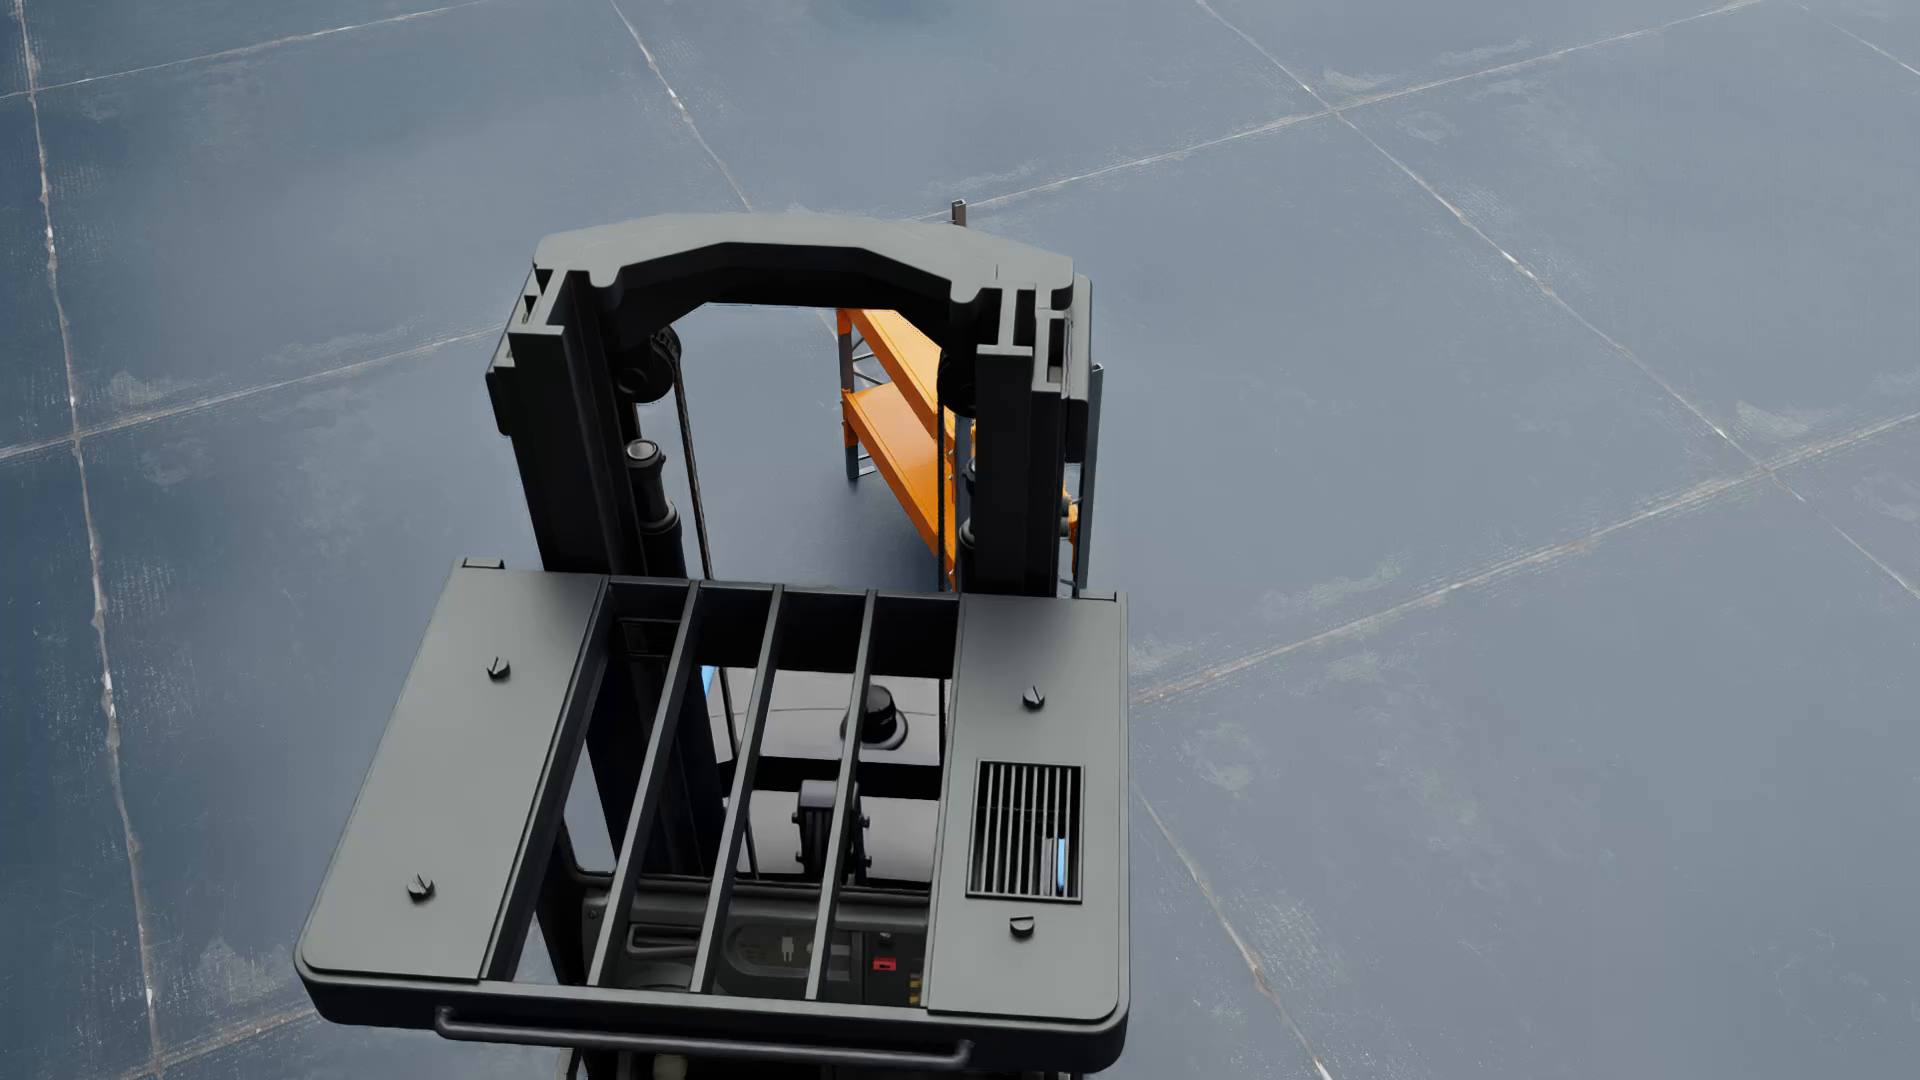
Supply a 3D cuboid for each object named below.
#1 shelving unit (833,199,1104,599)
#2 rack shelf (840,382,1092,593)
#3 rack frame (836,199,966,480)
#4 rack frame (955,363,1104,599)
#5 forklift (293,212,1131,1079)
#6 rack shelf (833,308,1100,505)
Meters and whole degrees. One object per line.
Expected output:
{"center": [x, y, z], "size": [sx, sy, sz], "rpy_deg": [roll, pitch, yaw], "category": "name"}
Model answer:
{"center": [0.003, -0.396, 5.851], "size": [0.538, 1.125, 1.048], "rpy_deg": [-18, 47, -17], "category": "shelving unit"}
{"center": [0.003, -0.222, 6.022], "size": [0.538, 0.278, 1.000], "rpy_deg": [-18, 47, -17], "category": "rack shelf"}
{"center": [-0.211, -0.720, 6.179], "size": [0.500, 1.125, 0.032], "rpy_deg": [-18, 47, -17], "category": "rack frame"}
{"center": [0.217, -0.072, 5.522], "size": [0.500, 1.125, 0.032], "rpy_deg": [-18, 47, -17], "category": "rack frame"}
{"center": [-0.296, 0.999, 3.151], "size": [1.130, 2.935, 3.031], "rpy_deg": [3, 45, 3], "category": "forklift"}
{"center": [0.003, -0.604, 5.645], "size": [0.538, 0.278, 1.000], "rpy_deg": [-18, 47, -17], "category": "rack shelf"}
